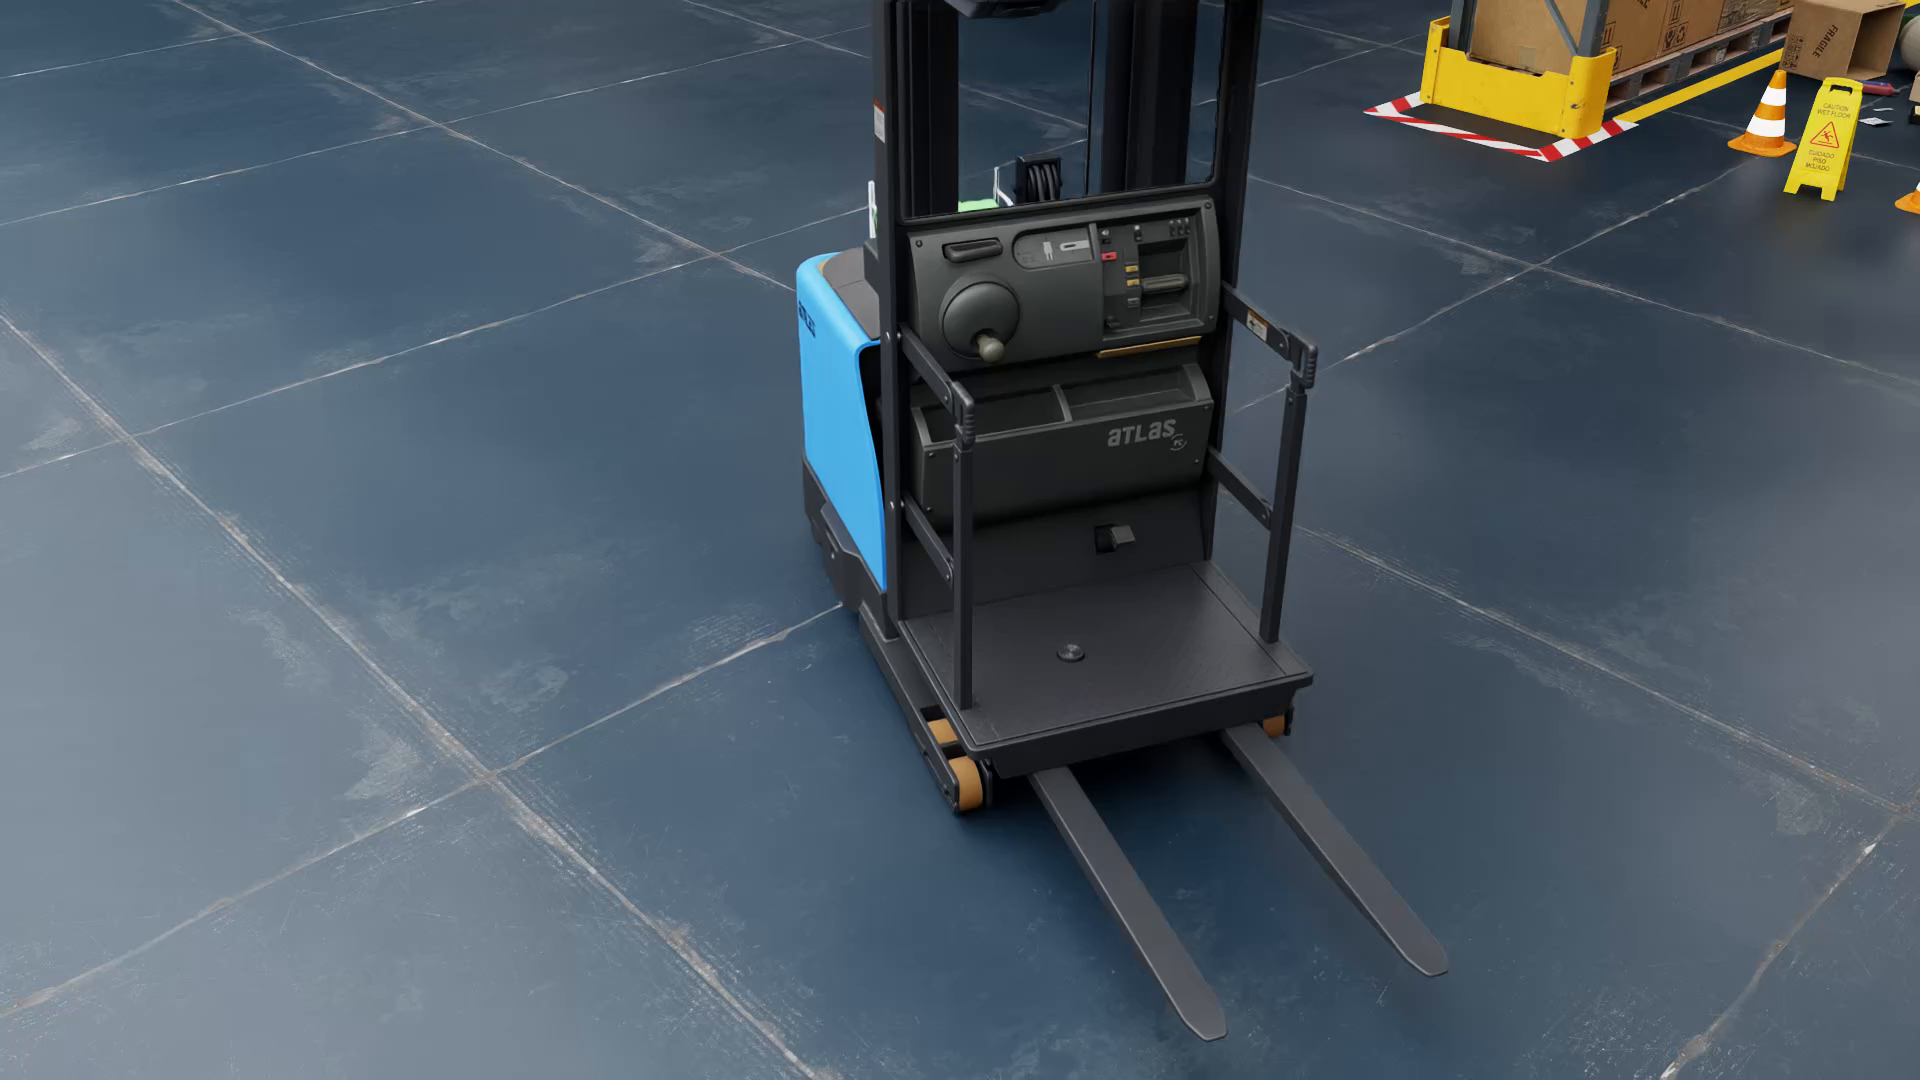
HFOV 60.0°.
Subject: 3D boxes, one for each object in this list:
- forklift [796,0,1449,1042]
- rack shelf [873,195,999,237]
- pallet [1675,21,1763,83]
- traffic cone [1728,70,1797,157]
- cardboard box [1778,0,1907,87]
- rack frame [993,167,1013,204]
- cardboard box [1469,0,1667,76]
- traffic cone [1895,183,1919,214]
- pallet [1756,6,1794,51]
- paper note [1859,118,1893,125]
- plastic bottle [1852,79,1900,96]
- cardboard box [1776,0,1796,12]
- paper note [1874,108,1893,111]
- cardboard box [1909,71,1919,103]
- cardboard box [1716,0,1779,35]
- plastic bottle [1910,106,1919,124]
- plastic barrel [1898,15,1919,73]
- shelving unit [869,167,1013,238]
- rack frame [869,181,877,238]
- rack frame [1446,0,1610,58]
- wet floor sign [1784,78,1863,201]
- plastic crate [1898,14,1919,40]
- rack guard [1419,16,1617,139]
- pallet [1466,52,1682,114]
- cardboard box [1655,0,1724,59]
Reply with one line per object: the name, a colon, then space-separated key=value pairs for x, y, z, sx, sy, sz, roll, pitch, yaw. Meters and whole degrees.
forklift: x=0.384 y=-0.686 z=4.563 sx=1.130 sy=2.935 sz=3.031 roll=-11 pitch=33 yaw=-17
rack shelf: x=-0.058 y=-1.143 z=6.170 sx=0.480 sy=0.148 sz=0.258 roll=-11 pitch=33 yaw=-17
pallet: x=4.987 y=-3.599 z=11.933 sx=1.213 sy=0.211 sz=1.003 roll=-26 pitch=40 yaw=-35
traffic cone: x=4.914 y=-2.607 z=10.070 sx=0.334 sy=0.463 sz=0.336 roll=-26 pitch=40 yaw=-35
cardboard box: x=6.052 y=-3.455 z=11.418 sx=0.500 sy=0.500 sz=0.500 roll=-19 pitch=36 yaw=-28
rack frame: x=0.172 y=-0.830 z=6.456 sx=0.015 sy=1.200 sz=0.240 roll=-11 pitch=33 yaw=-17
cardboard box: x=4.011 y=-3.583 z=10.868 sx=0.875 sy=0.875 sz=0.875 roll=-26 pitch=40 yaw=-35
traffic cone: x=5.433 y=-2.054 z=9.166 sx=0.334 sy=0.463 sz=0.336 roll=-26 pitch=40 yaw=-35
pallet: x=5.881 y=-4.034 z=12.644 sx=1.213 sy=0.211 sz=1.003 roll=-26 pitch=40 yaw=-35
paper note: x=5.833 y=-2.669 z=10.587 sx=0.142 sy=0.017 sz=0.144 roll=-12 pitch=34 yaw=-19
plastic bottle: x=6.140 y=-3.027 z=11.141 sx=0.283 sy=0.061 sz=0.133 roll=15 pitch=34 yaw=23
cardboard box: x=5.983 y=-4.540 z=12.433 sx=0.875 sy=0.875 sz=0.875 roll=-25 pitch=39 yaw=-35
paper note: x=6.011 y=-2.802 z=10.823 sx=0.123 sy=0.001 sz=0.032 roll=-7 pitch=32 yaw=-11
cardboard box: x=6.484 y=-2.983 z=10.873 sx=0.258 sy=0.266 sz=0.396 roll=-19 pitch=36 yaw=-28
cardboard box: x=5.325 y=-4.218 z=11.908 sx=0.875 sy=0.875 sz=0.875 roll=-25 pitch=40 yaw=-35
plastic bottle: x=6.170 y=-2.729 z=10.655 sx=0.133 sy=0.061 sz=0.283 roll=15 pitch=34 yaw=23
plastic barrel: x=6.703 y=-3.375 z=11.363 sx=0.421 sy=0.421 sz=0.512 roll=-1 pitch=31 yaw=-2
shelving unit: x=-0.058 y=-0.787 z=6.387 sx=0.503 sy=1.200 sz=0.258 roll=-11 pitch=33 yaw=-17
rack frame: x=-0.288 y=-0.745 z=6.317 sx=0.015 sy=1.200 sz=0.240 roll=-11 pitch=33 yaw=-17
rack frame: x=3.559 y=-4.044 z=9.989 sx=0.127 sy=3.000 sz=1.000 roll=-26 pitch=40 yaw=-35
wet floor sign: x=4.884 y=-2.272 z=9.348 sx=0.267 sy=0.644 sz=0.232 roll=22 pitch=37 yaw=31
plastic crate: x=7.256 y=-3.725 z=12.107 sx=0.662 sy=0.188 sz=0.450 roll=-7 pitch=22 yaw=-11
rack guard: x=3.542 y=-2.969 z=10.627 sx=0.348 sy=0.500 sz=1.175 roll=-26 pitch=40 yaw=-35
pallet: x=4.092 y=-3.168 z=11.229 sx=1.213 sy=0.211 sz=1.003 roll=-26 pitch=40 yaw=-35
cardboard box: x=4.655 y=-3.896 z=11.380 sx=0.875 sy=0.875 sz=0.875 roll=-27 pitch=40 yaw=-36
